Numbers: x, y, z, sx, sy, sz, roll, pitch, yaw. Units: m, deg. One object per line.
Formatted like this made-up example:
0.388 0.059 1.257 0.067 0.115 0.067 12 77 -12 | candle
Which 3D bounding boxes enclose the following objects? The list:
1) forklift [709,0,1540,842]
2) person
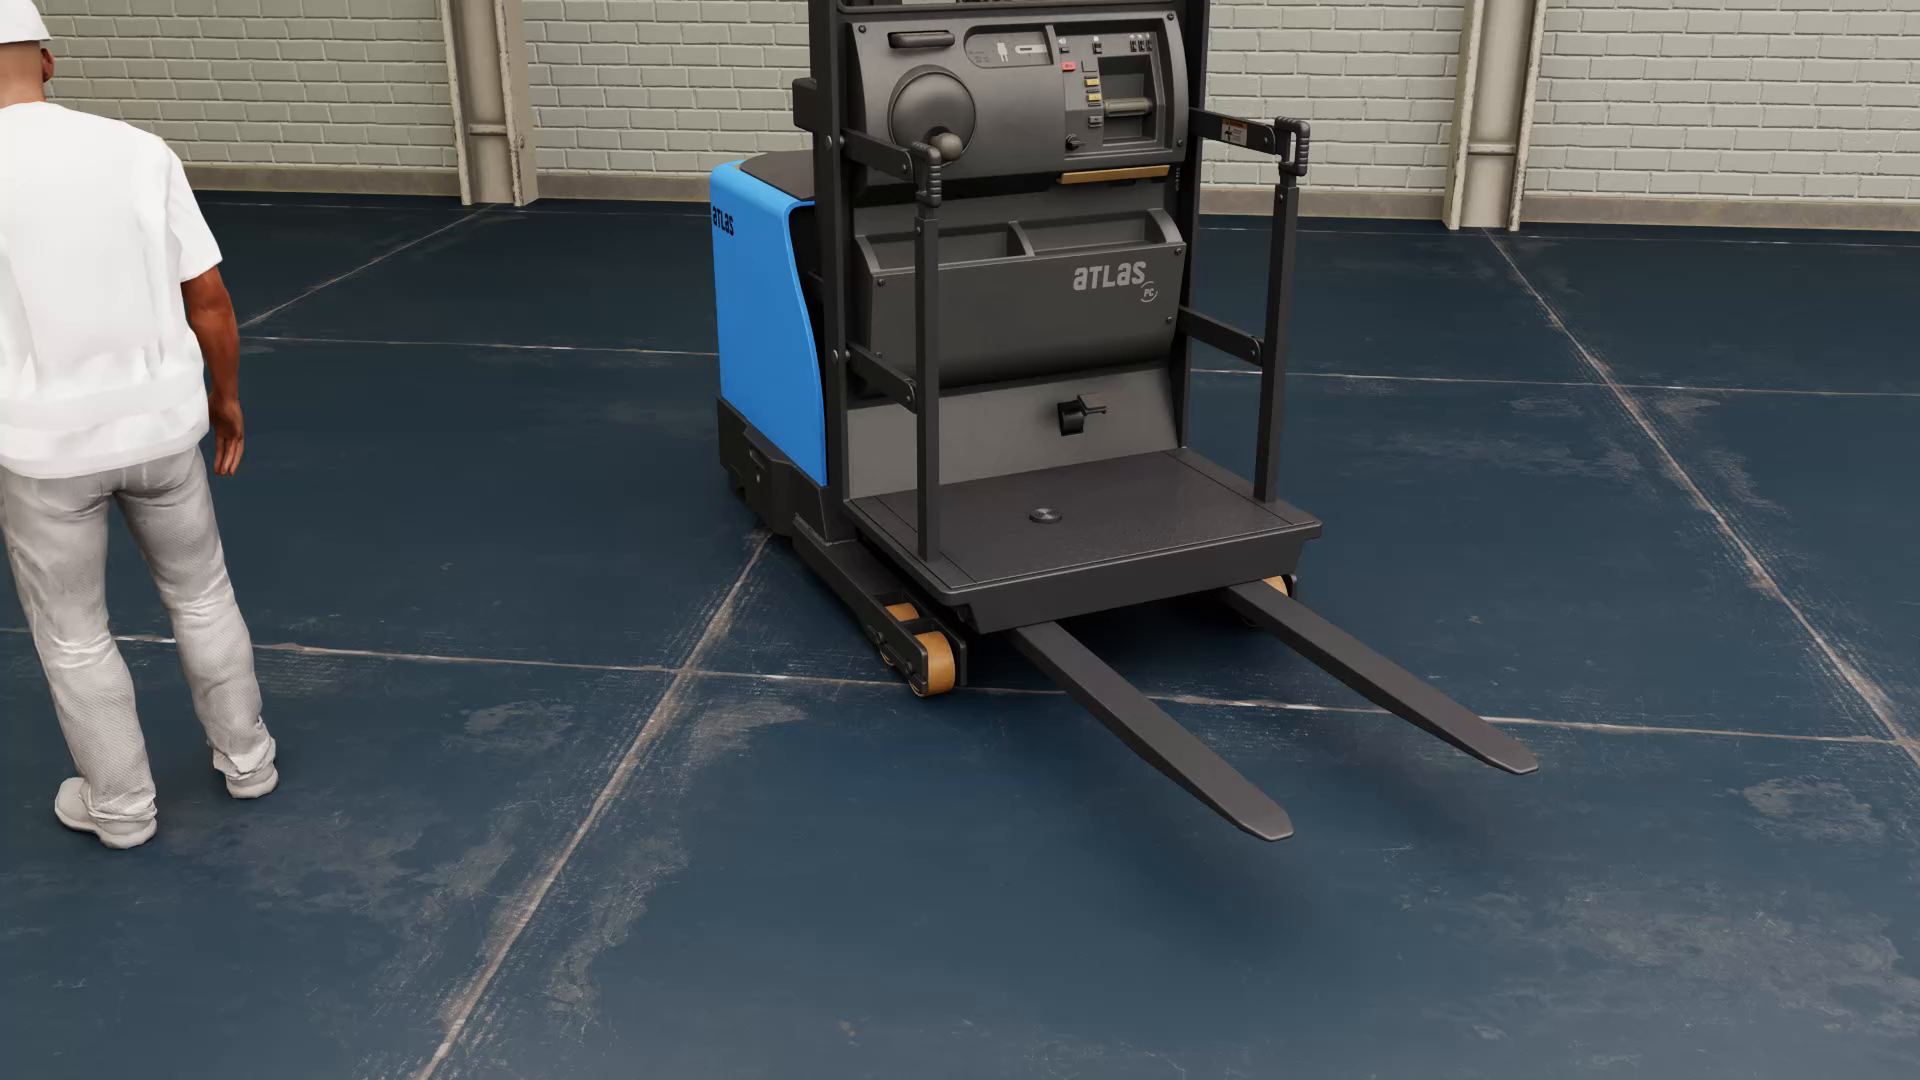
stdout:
0.261 -1.147 4.103 1.130 2.935 3.031 -10 24 -23 | forklift
-1.771 -0.224 3.382 0.626 1.761 0.458 -19 29 -39 | person
